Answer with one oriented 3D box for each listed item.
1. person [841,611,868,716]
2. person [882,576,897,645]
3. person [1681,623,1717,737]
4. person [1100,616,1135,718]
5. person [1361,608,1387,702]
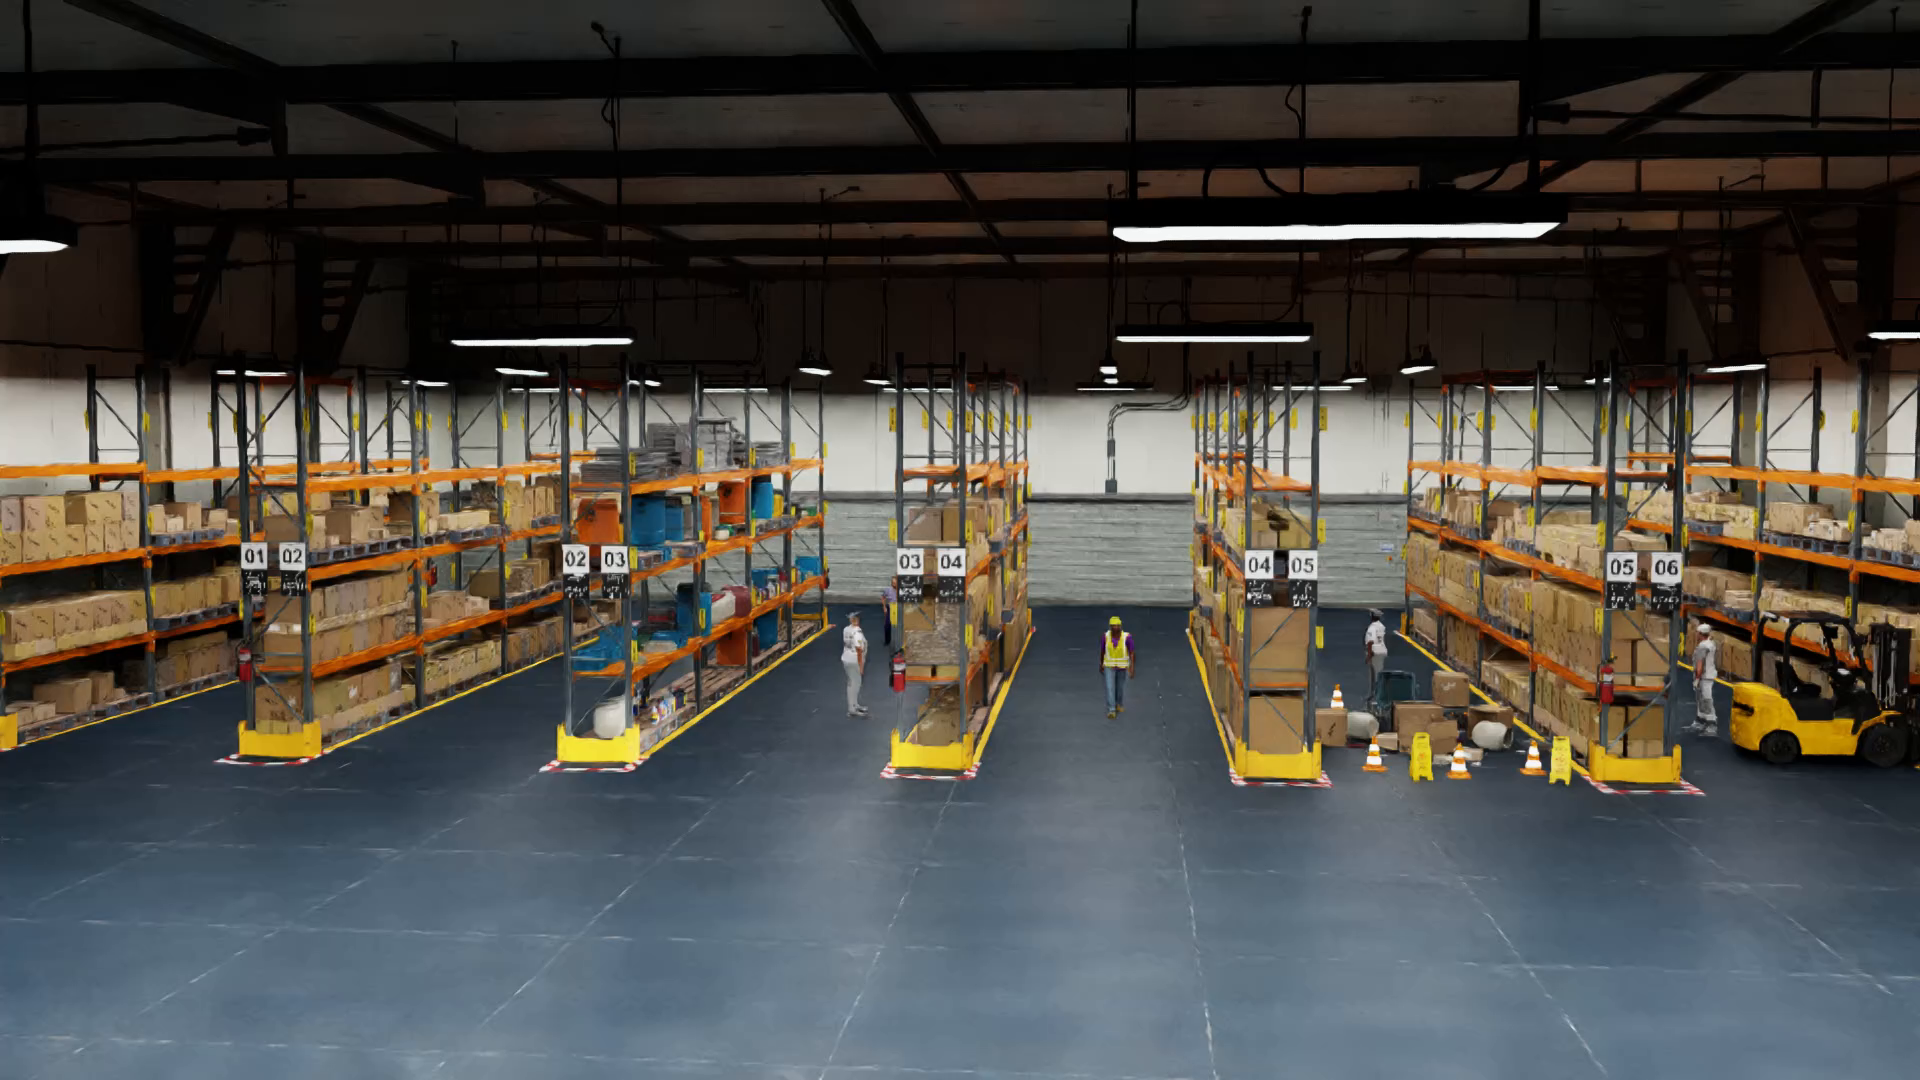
[{"bbox_3d":[-1.769,2.096,28.402,0.476,1.758,0.593,-2,5,-26],"label":"person"},{"bbox_3d":[-1.442,1.579,37.089,0.625,1.595,0.503,0,4,4],"label":"person"},{"bbox_3d":[11.815,2.210,26.517,0.577,1.785,0.655,3,5,35],"label":"person"},{"bbox_3d":[2.674,2.139,28.260,0.589,1.716,1.043,0,4,4],"label":"person"},{"bbox_3d":[7.370,2.055,29.591,0.545,1.664,0.575,3,5,36],"label":"person"}]
